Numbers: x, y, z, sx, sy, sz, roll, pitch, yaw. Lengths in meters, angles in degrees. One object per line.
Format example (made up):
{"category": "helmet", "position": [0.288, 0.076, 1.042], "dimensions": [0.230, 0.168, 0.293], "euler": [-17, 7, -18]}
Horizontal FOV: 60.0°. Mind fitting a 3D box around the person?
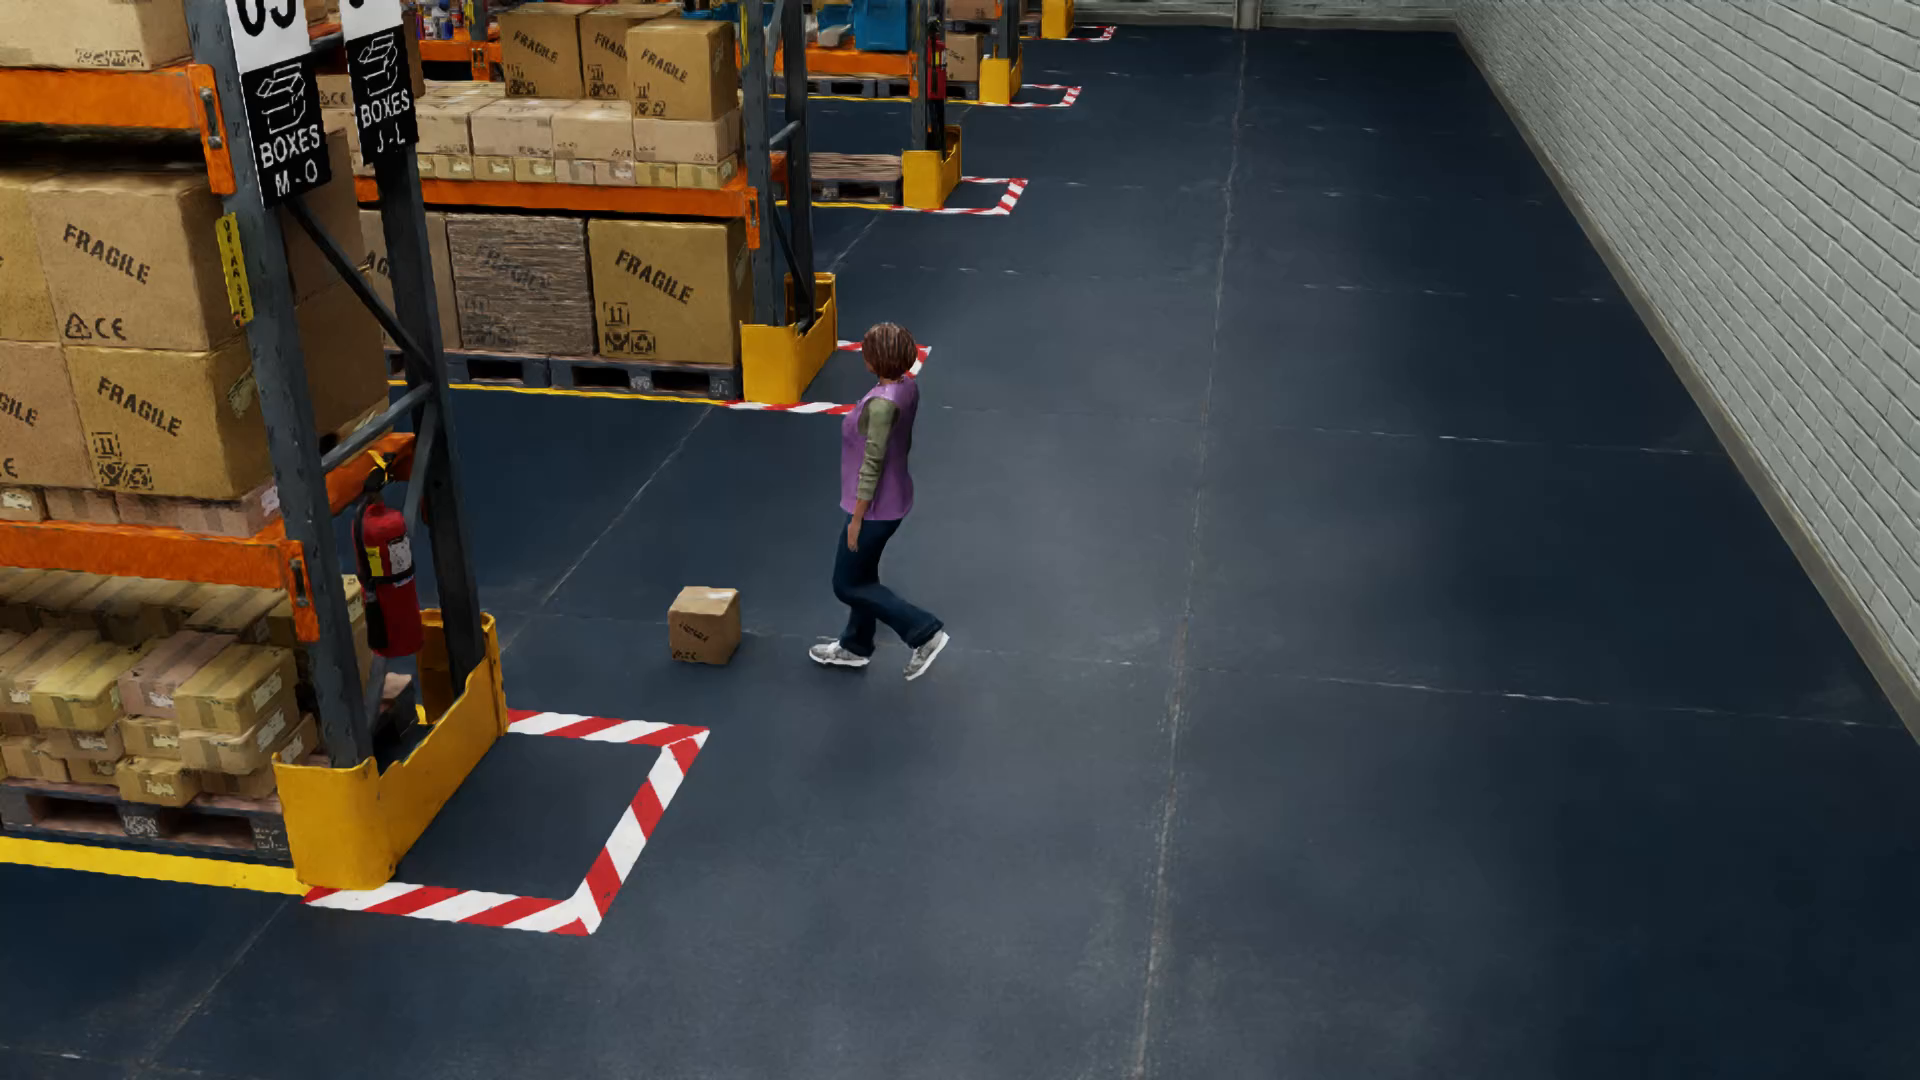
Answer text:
{"category": "person", "position": [-0.365, -0.142, 6.876], "dimensions": [0.641, 1.589, 0.442], "euler": [5, 26, 11]}
